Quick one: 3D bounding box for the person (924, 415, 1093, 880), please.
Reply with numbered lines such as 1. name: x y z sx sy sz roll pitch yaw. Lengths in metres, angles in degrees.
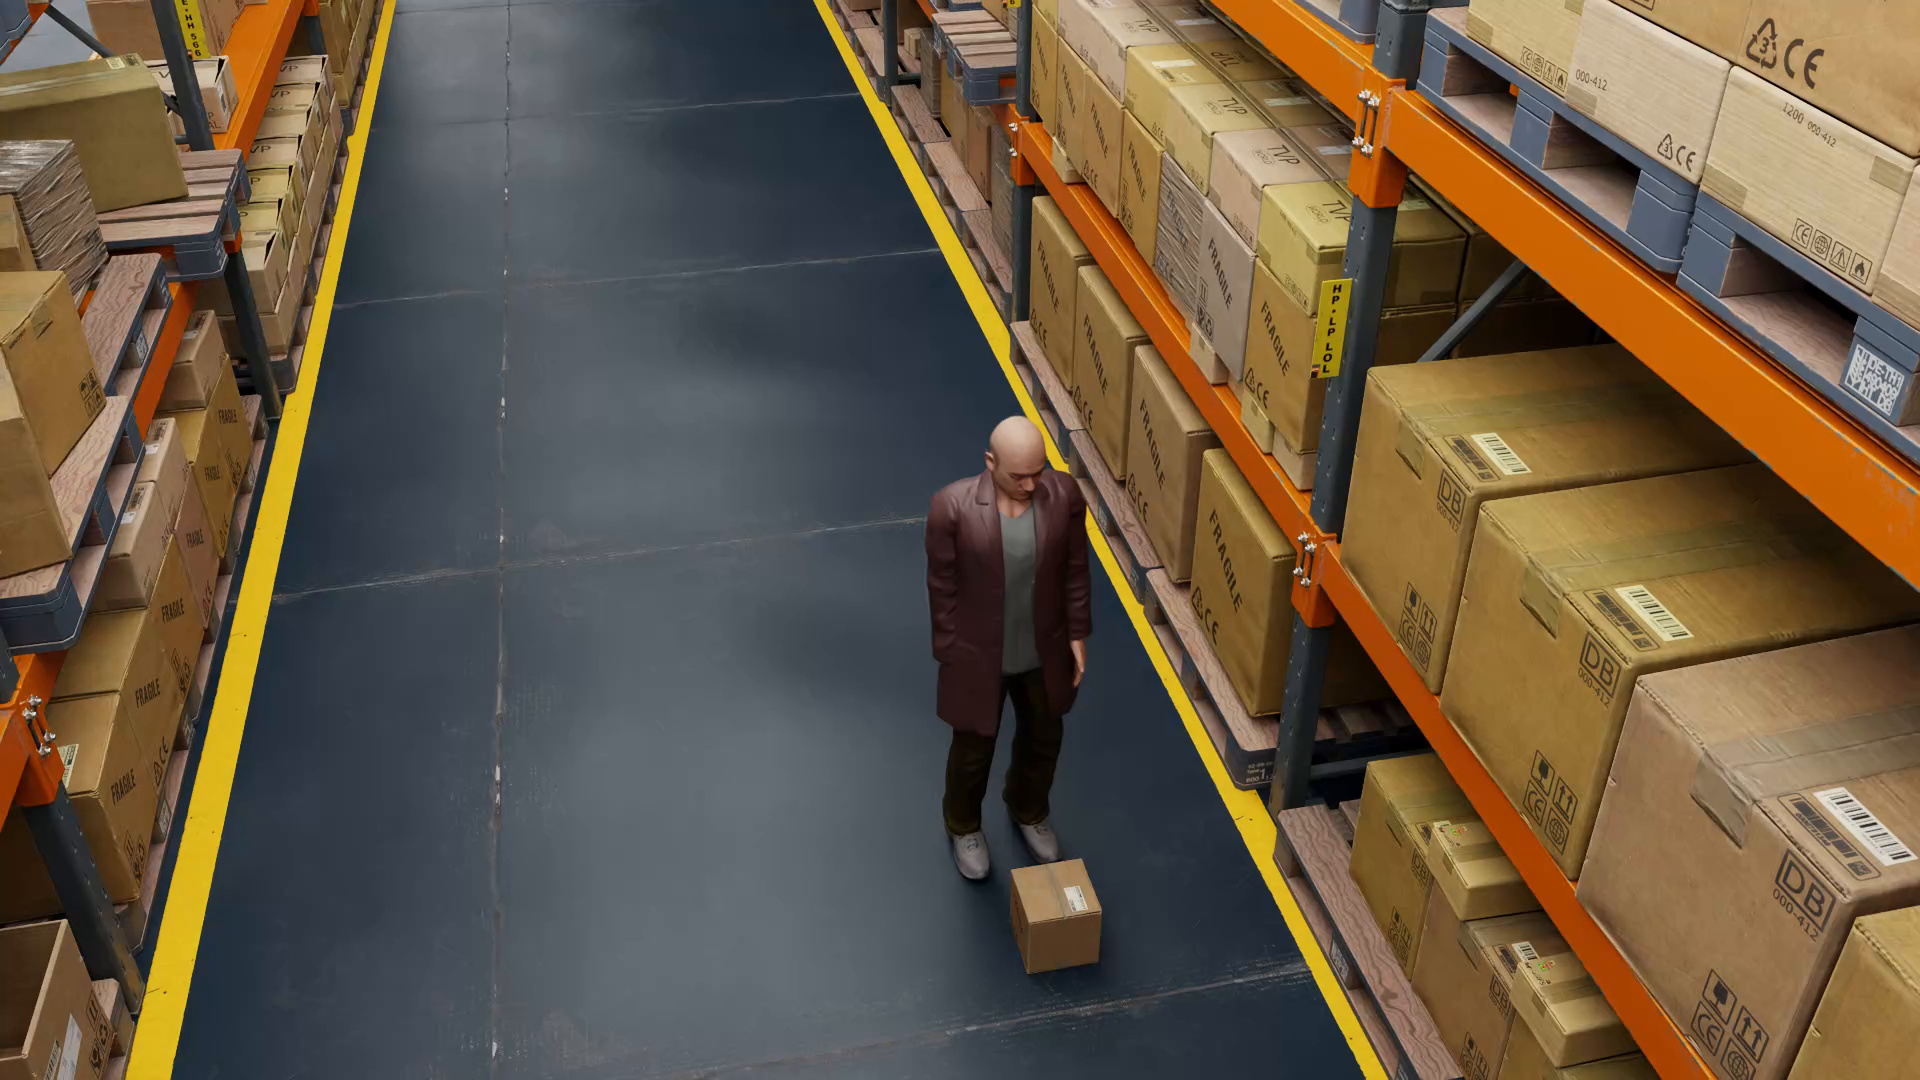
1. person: 0.178 0.370 5.615 0.562 1.772 0.378 -10 35 -14
